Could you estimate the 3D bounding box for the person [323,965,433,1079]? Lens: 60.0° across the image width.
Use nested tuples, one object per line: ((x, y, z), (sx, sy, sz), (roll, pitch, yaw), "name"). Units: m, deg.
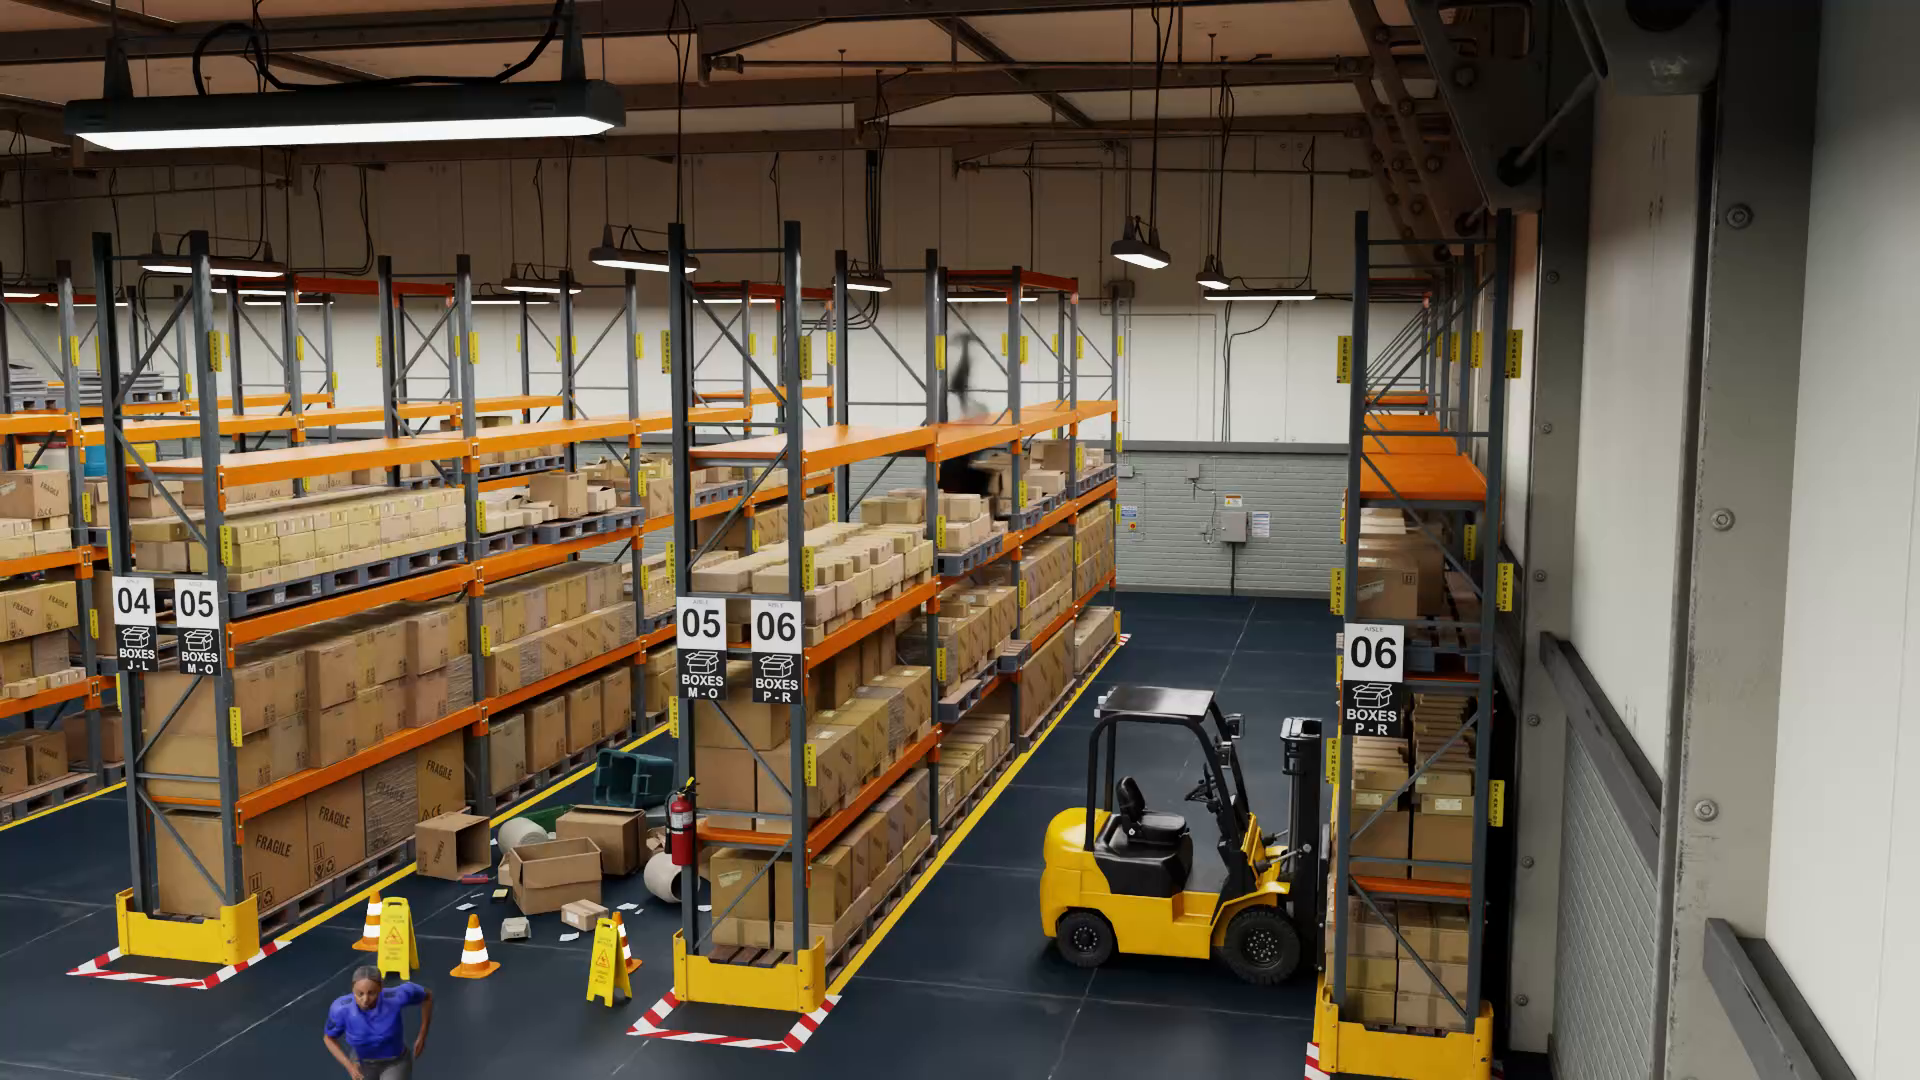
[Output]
((-3.474, 3.201, 10.015), (0.616, 1.617, 0.963), (-2, 7, -14), "person")
